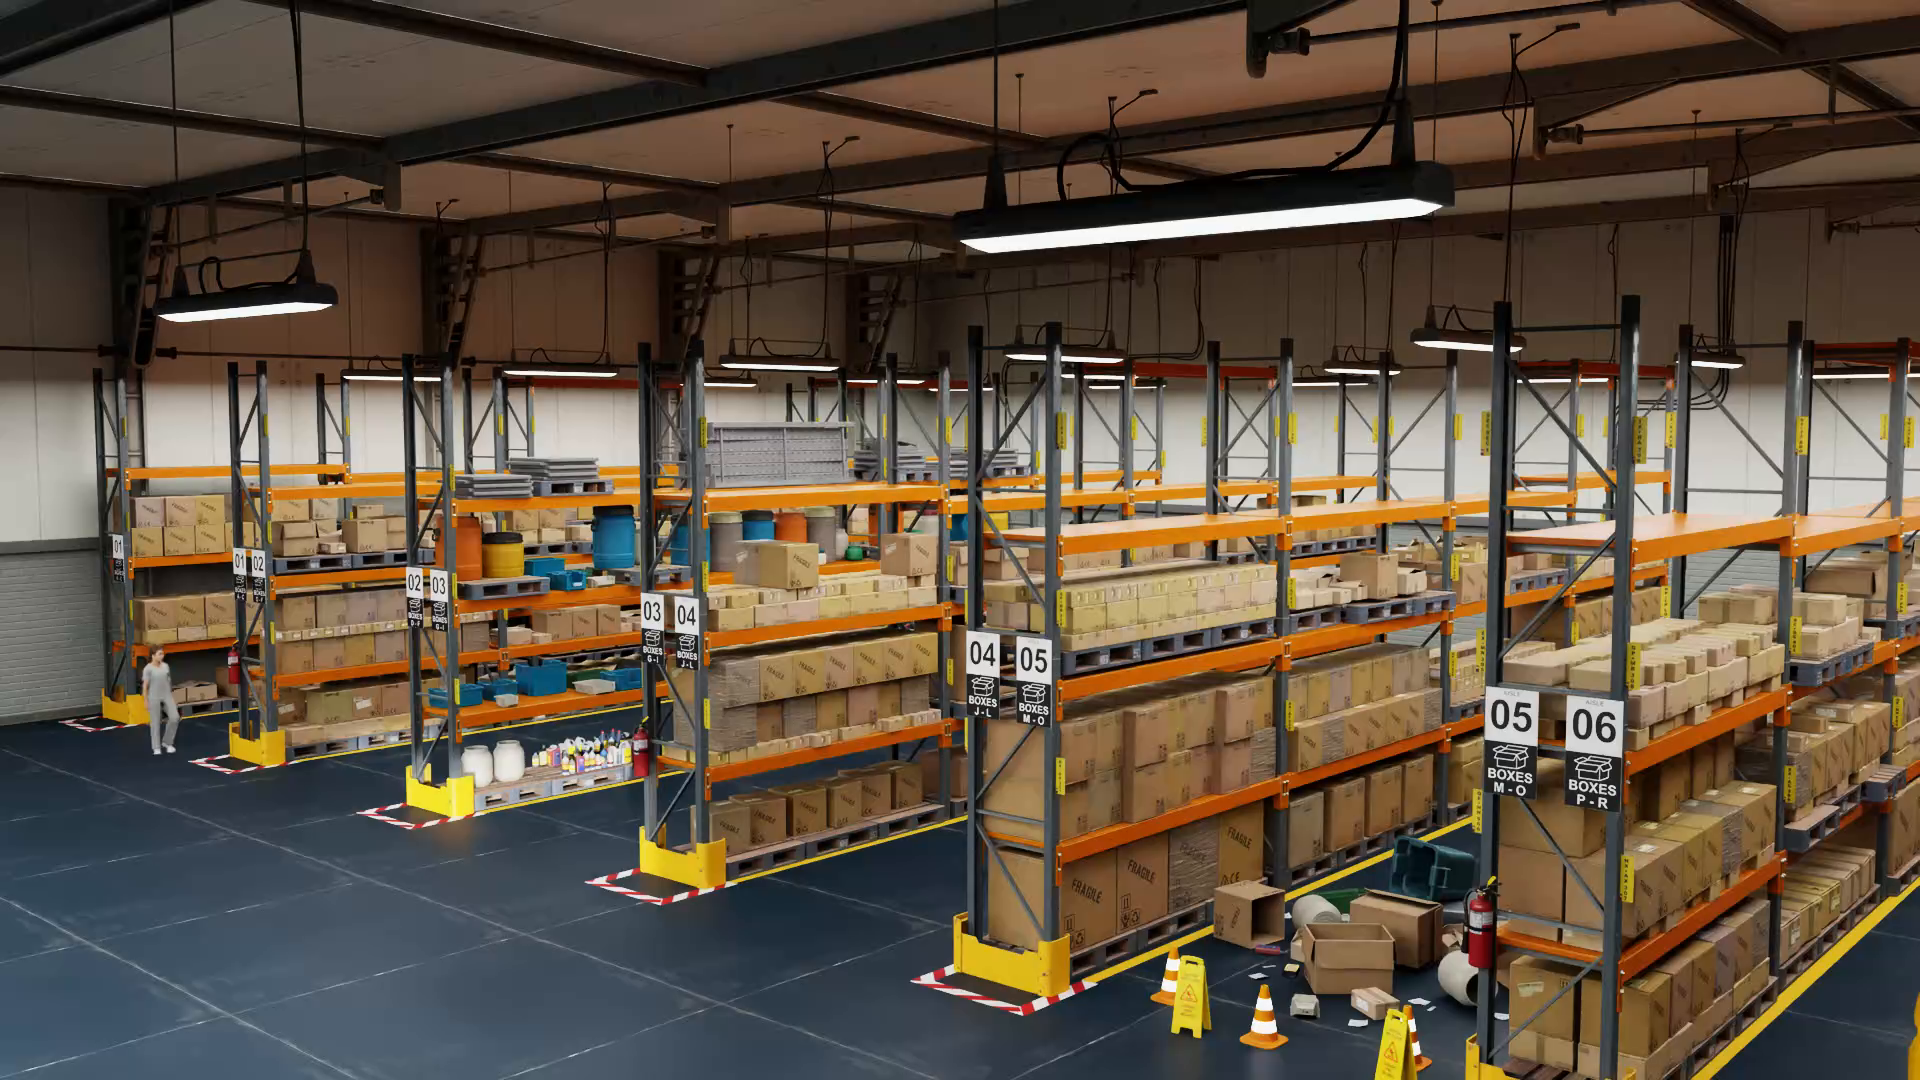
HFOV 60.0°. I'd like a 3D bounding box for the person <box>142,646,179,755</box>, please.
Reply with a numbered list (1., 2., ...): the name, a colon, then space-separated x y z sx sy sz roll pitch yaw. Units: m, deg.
1. person: -12.315 2.461 25.557 0.385 1.676 0.515 4 6 45
